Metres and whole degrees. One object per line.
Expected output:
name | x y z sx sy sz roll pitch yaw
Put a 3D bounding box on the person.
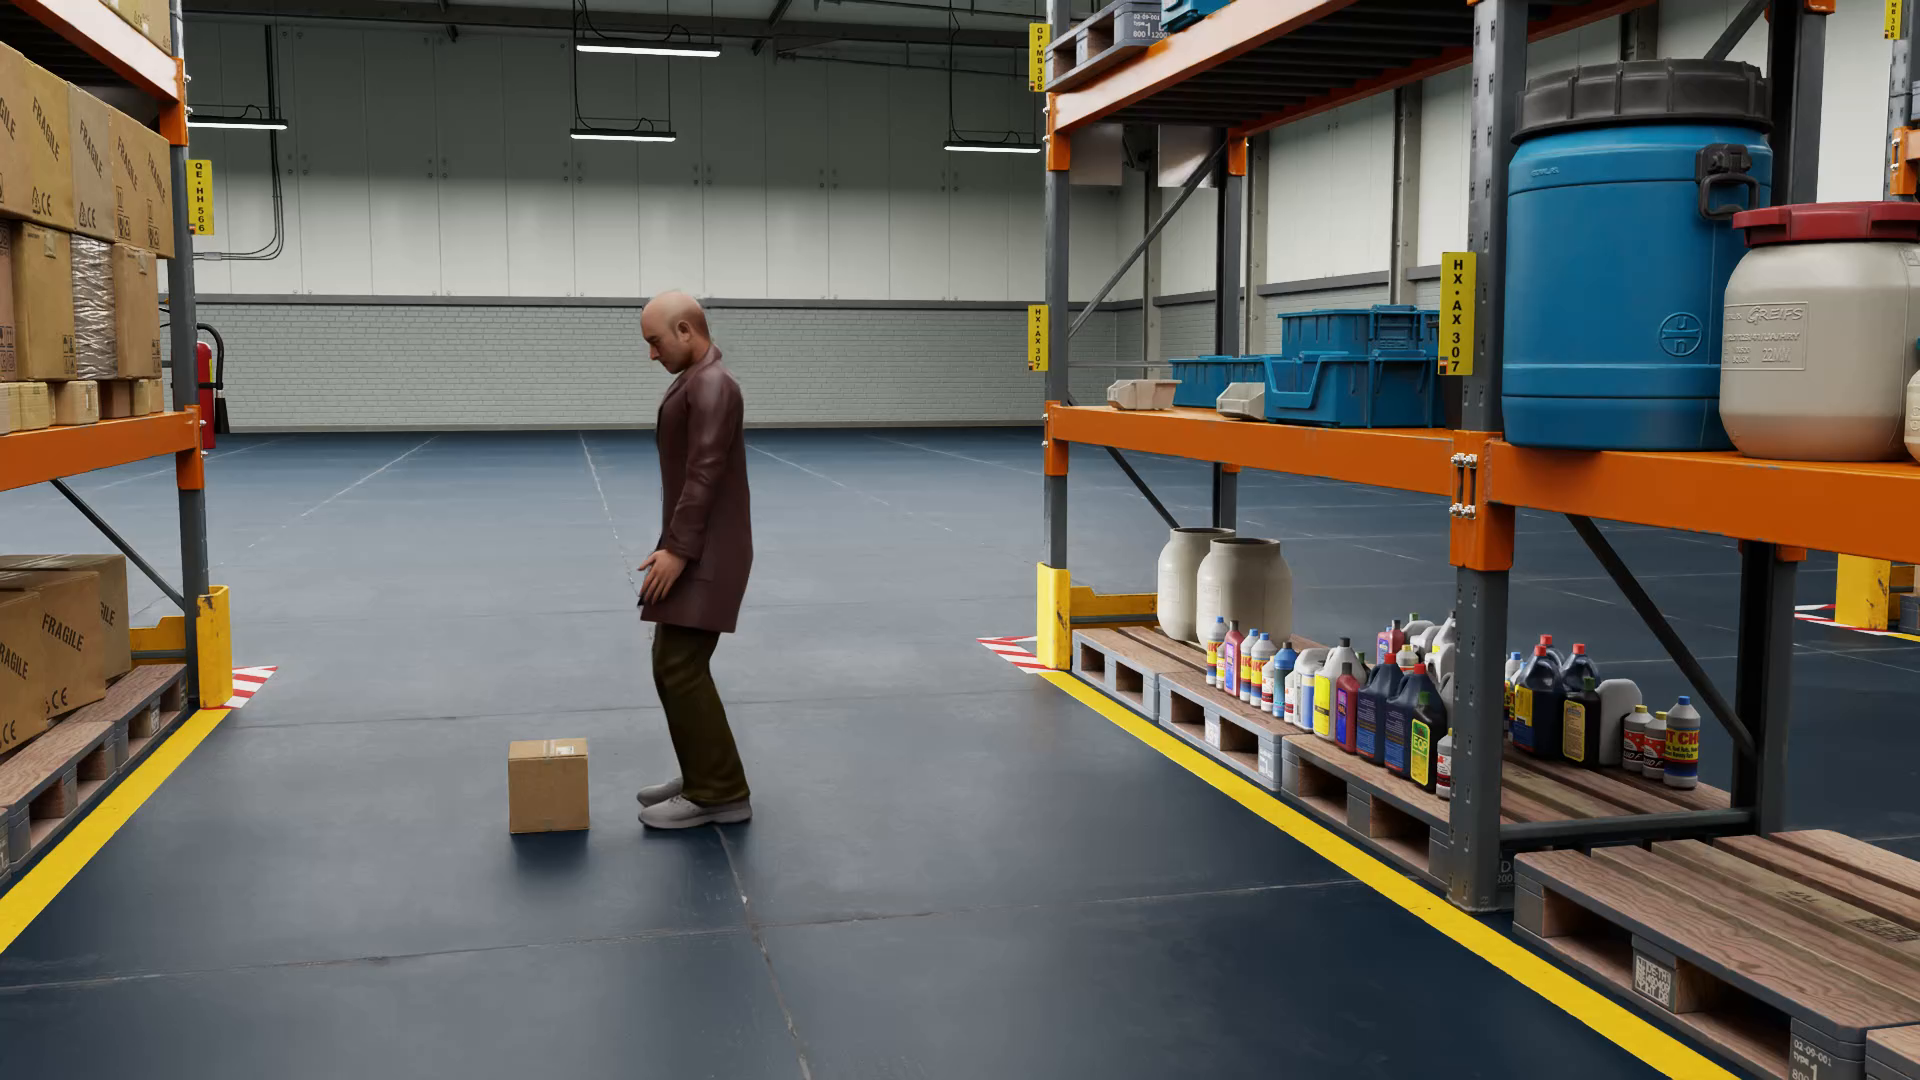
person | -0.881 0.060 5.488 0.396 1.752 0.579 -1 6 -12
